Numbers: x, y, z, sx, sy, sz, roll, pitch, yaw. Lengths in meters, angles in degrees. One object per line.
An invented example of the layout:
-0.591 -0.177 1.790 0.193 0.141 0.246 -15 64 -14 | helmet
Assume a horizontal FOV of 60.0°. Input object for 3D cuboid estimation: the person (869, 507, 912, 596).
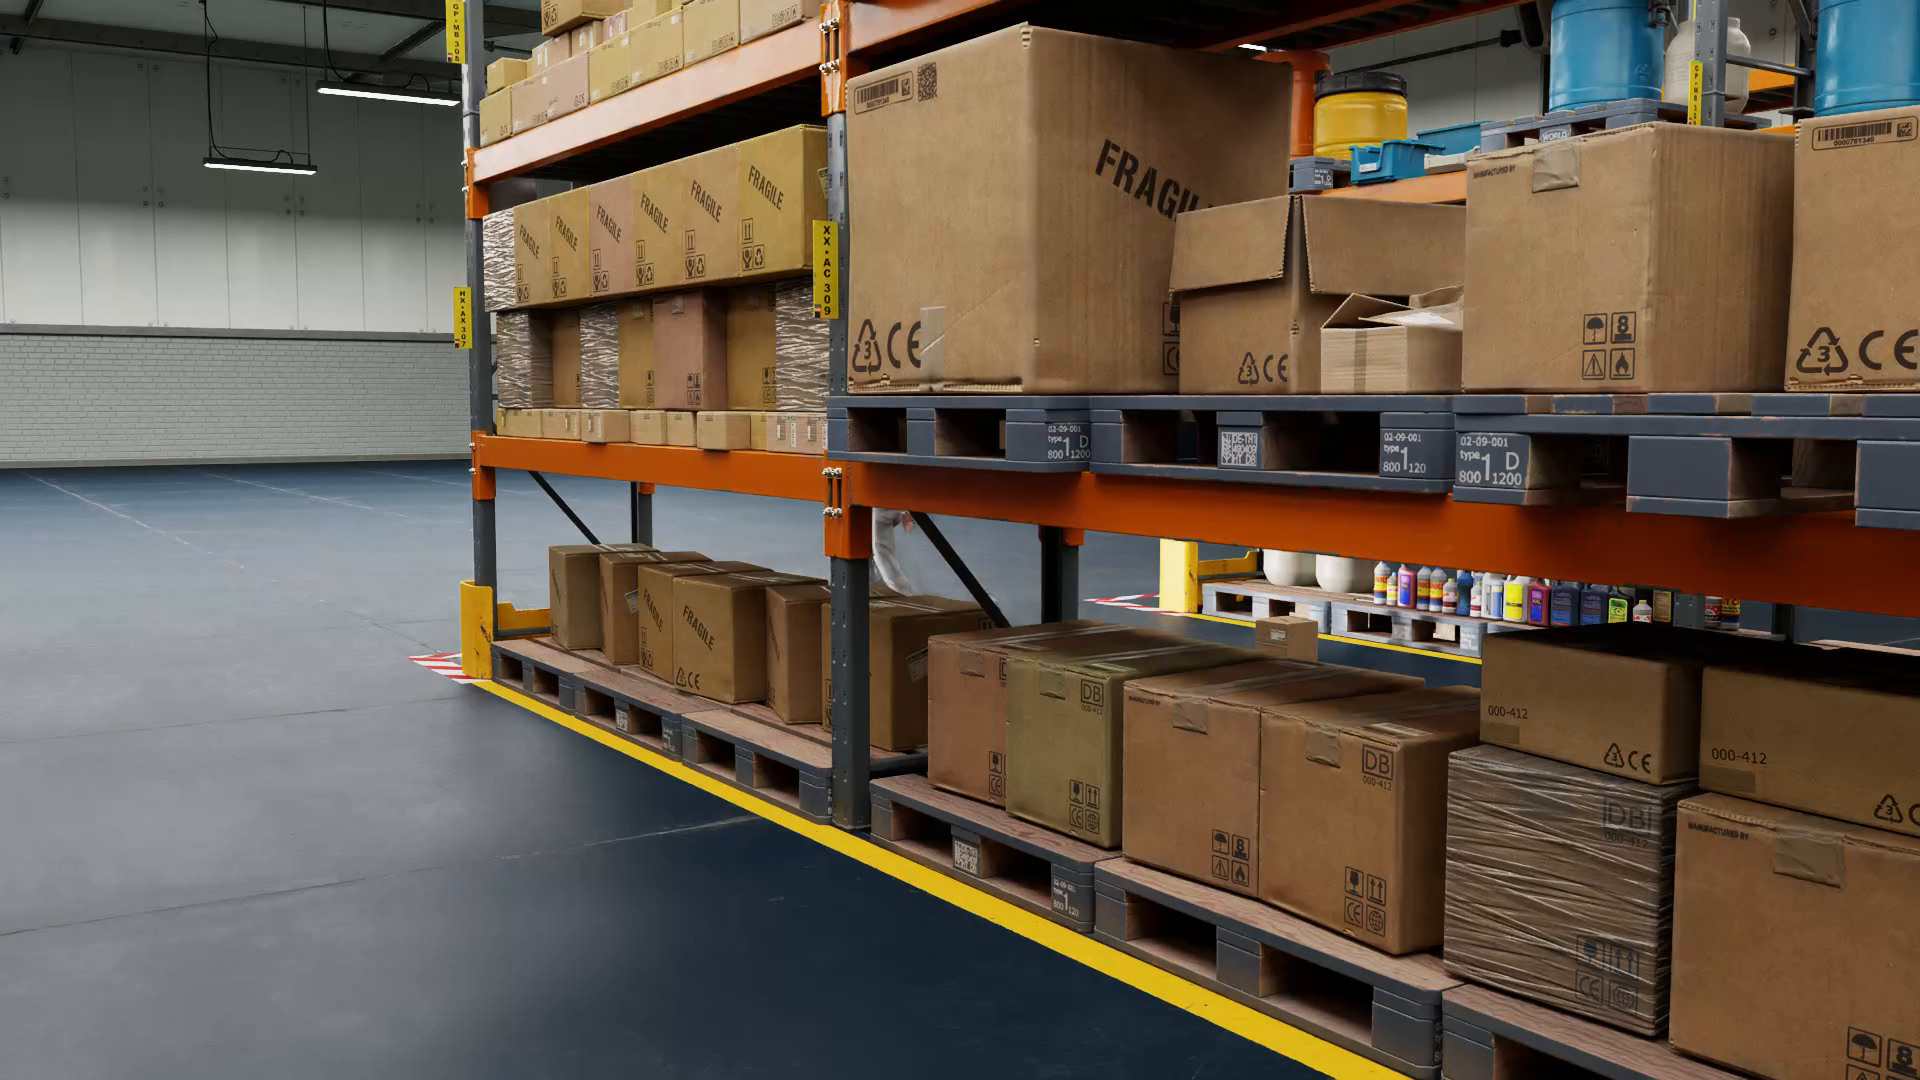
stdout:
-0.515 -0.147 10.091 0.643 1.636 0.454 3 5 27 | person
